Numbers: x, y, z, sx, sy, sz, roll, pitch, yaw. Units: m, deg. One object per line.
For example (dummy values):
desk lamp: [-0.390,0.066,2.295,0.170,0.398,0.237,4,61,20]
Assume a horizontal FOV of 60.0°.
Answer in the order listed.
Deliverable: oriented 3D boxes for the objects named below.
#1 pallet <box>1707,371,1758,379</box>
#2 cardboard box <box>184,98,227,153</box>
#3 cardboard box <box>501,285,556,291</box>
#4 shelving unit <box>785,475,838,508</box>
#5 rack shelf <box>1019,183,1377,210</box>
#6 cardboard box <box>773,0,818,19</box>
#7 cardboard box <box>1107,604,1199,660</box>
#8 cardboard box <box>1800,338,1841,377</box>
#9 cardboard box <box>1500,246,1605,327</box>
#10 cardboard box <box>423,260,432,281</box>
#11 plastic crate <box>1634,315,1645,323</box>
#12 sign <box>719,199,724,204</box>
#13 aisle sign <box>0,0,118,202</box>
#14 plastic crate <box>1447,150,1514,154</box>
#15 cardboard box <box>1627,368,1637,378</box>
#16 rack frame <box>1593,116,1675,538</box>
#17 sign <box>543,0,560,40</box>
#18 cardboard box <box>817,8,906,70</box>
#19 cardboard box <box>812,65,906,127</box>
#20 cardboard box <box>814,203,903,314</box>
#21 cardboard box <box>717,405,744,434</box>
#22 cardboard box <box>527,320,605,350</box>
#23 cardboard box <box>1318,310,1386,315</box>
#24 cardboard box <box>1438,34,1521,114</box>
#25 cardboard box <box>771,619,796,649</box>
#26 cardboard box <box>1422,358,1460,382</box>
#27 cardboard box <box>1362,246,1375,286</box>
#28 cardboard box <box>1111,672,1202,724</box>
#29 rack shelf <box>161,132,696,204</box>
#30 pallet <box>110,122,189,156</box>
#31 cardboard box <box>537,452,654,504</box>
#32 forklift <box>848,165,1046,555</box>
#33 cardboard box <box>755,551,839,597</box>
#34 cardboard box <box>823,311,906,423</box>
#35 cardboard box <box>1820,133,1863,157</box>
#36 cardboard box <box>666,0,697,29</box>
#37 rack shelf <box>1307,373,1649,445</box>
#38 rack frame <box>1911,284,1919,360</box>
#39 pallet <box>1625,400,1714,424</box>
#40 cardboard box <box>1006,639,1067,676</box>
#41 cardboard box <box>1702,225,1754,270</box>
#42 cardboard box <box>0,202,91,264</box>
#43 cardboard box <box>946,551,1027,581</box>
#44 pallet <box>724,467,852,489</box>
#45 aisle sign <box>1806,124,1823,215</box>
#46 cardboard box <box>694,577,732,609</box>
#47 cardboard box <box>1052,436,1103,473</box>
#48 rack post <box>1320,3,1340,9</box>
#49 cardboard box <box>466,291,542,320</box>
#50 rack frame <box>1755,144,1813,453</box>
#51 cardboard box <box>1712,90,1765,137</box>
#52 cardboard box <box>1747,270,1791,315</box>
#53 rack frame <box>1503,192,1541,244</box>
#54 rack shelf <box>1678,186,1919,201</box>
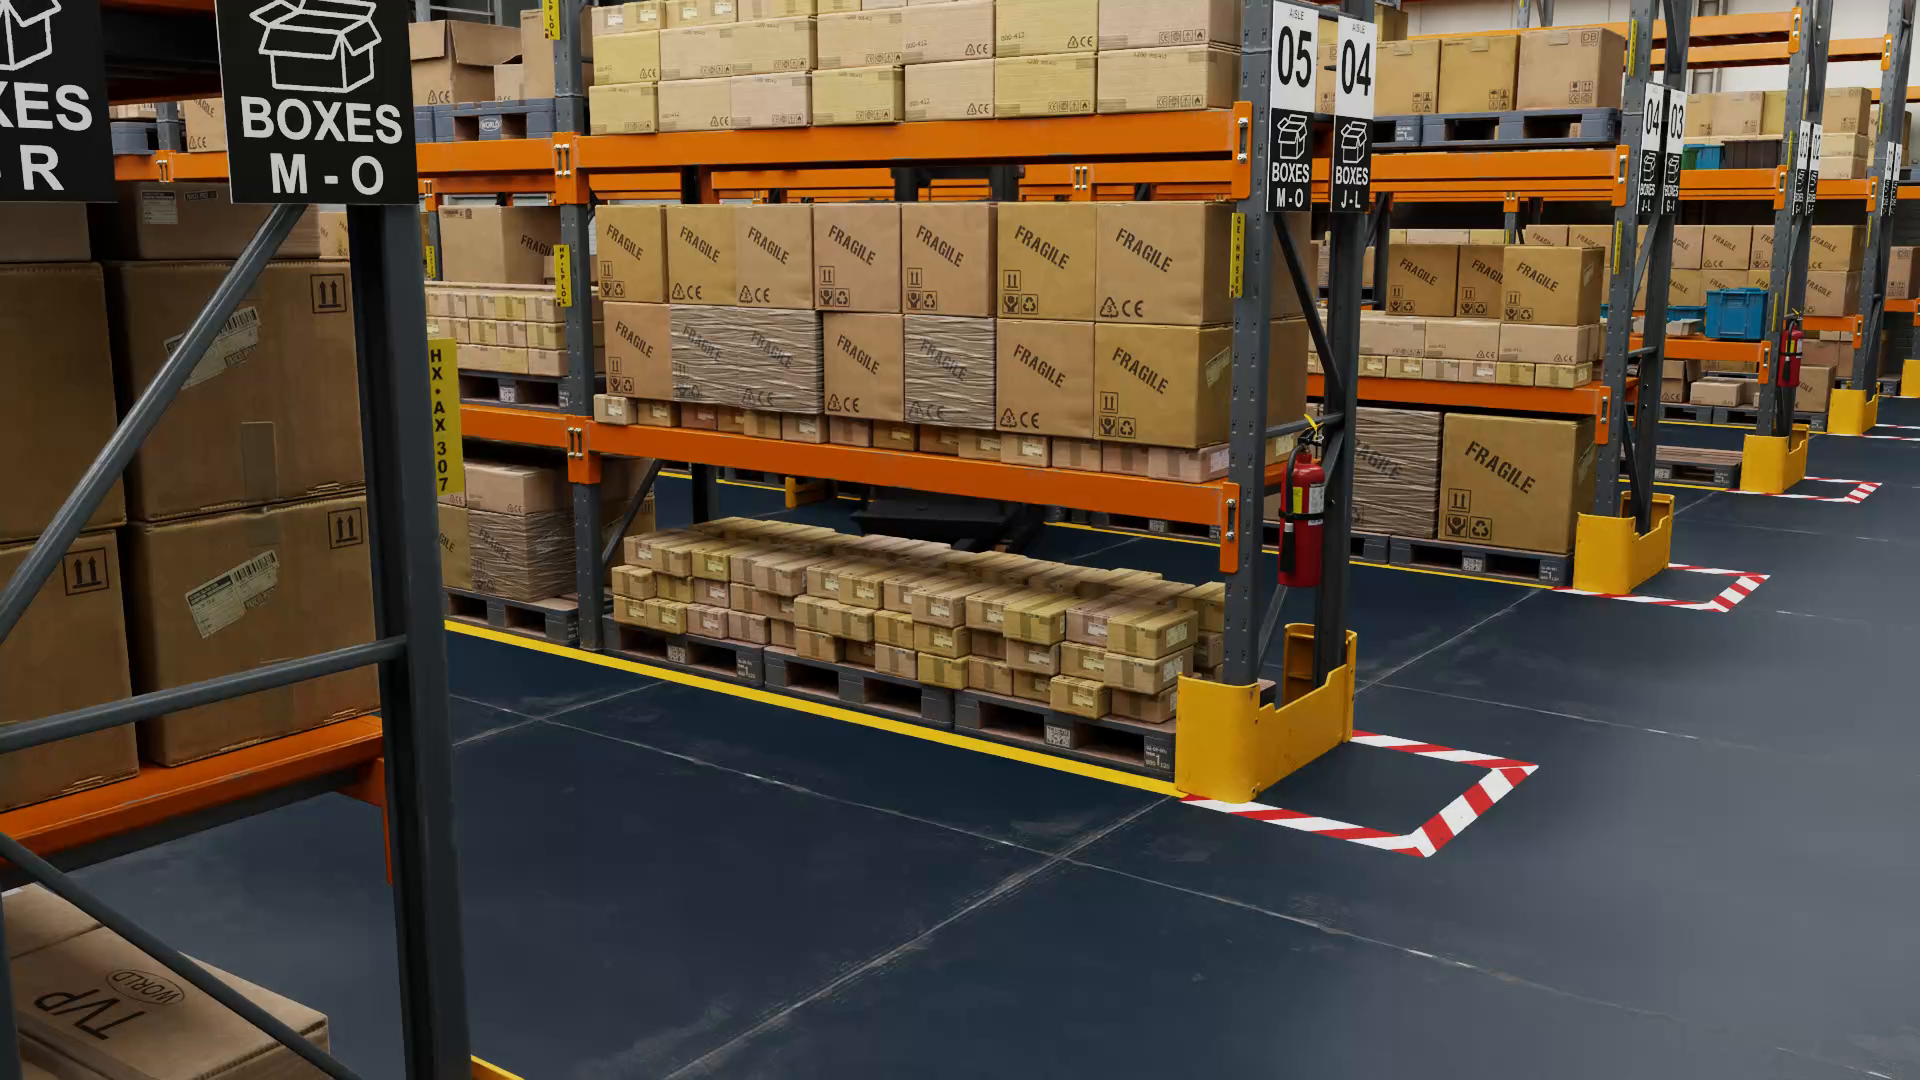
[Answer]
pallet: [11.576,-2.345,24.093,1.213,0.211,1.003,8,13,36]
cardboard box: [-4.713,-2.792,10.903,0.500,0.500,0.500,8,13,36]
cardboard box: [-2.677,-1.532,10.539,0.250,0.149,0.380,8,13,35]
shelving unit: [-0.863,-0.994,13.720,1.083,1.500,0.587,8,14,37]
rack shelf: [2.546,-3.776,18.147,4.000,0.370,1.077,8,13,36]
cardboard box: [-0.669,-2.541,7.897,0.250,0.149,0.380,9,14,38]
cardboard box: [0.856,0.405,7.372,0.250,0.149,0.380,8,14,36]
cardboard box: [12.219,-2.597,23.532,0.500,0.500,0.700,8,13,35]
cardboard box: [3.902,-1.679,10.947,0.500,0.500,0.500,8,14,36]
cardboard box: [-5.548,-2.828,18.203,0.500,0.500,0.875,8,13,36]
plastic crate: [6.621,-2.085,15.946,0.298,0.136,0.250,8,13,36]
sign: [-5.327,-7.464,37.109,0.199,0.298,0.001,8,13,36]
aisle sign: [-1.542,-0.927,2.581,0.004,0.787,0.394,8,13,36]
plastic crate: [4.996,-3.658,15.990,0.590,0.269,0.497,8,13,36]
cardboard box: [8.324,-1.980,20.790,0.500,0.311,0.500,8,13,36]
rack frame: [4.450,-1.224,10.957,0.127,3.000,1.000,8,13,36]
sign: [-2.117,-2.760,8.603,0.005,0.325,0.100,8,13,36]
cardboard box: [-0.313,-2.307,7.738,0.500,0.250,0.500,7,13,33]
cardboard box: [-0.338,-2.056,7.758,0.500,0.250,0.500,9,14,38]
cardboard box: [-0.345,-1.348,7.922,0.500,0.500,0.500,7,13,34]
cardboard box: [-1.043,-0.649,8.649,0.250,0.149,0.380,7,13,33]
cardboard box: [-2.229,-1.169,9.446,0.250,0.149,0.380,8,14,37]
cardboard box: [2.973,-1.564,12.326,0.500,0.250,0.500,8,13,34]
cardboard box: [3.617,-3.133,11.296,0.500,0.500,0.700,7,13,33]
cardboard box: [-0.771,0.454,8.686,0.250,0.149,0.380,7,13,33]
cardboard box: [3.354,-1.176,11.370,0.250,0.149,0.380,8,14,37]
cardboard box: [5.632,-3.634,22.047,0.500,0.500,0.700,4,12,21]
cardboard box: [0.885,0.691,7.463,0.250,0.149,0.380,8,14,36]
rack shelf: [-3.404,-2.270,10.361,4.000,0.370,1.077,8,13,36]
pallet: [-5.566,-2.819,11.805,1.003,0.211,1.213,9,14,38]
cardboard box: [-2.231,-0.396,10.180,0.500,0.250,0.500,7,13,33]
forklift: [-0.135,-1.323,11.652,1.130,2.935,3.031,2,11,12]
cardboard box: [-0.836,0.174,8.565,0.250,0.149,0.380,8,14,37]
cardboard box: [-0.304,-0.854,7.999,0.500,0.500,0.500,9,14,38]
cardboard box: [9.751,-4.403,18.573,0.500,0.250,0.500,8,13,36]
cardboard box: [-1.265,-2.641,8.413,0.250,0.149,0.380,8,13,35]
rack shelf: [2.838,-1.095,12.188,4.000,0.370,1.077,8,13,36]
rack frame: [13.246,-3.499,22.716,0.127,3.000,1.000,8,13,36]
pallet: [8.633,-1.606,20.275,1.213,0.211,1.003,8,13,36]
cardboard box: [0.418,0.498,7.675,0.250,0.149,0.380,7,13,33]
cardboard box: [8.967,-3.402,19.321,0.500,0.500,0.500,8,14,37]
cardboard box: [-1.824,-0.575,2.999,0.250,0.149,0.380,8,14,36]
cardboard box: [0.139,0.170,8.588,0.250,0.149,0.380,8,14,36]
pallet: [-1.407,-0.654,15.353,1.213,0.211,1.003,8,13,36]
aisle sign: [7.615,-3.296,14.823,0.004,0.787,0.394,8,13,36]
cardboard box: [-1.214,0.248,8.965,0.250,0.149,0.380,8,13,35]
cardboard box: [0.613,-0.405,7.389,0.250,0.149,0.380,8,13,35]
rack post: [3.497,-5.439,17.153,0.954,0.300,0.937,8,13,34]
cardboard box: [-2.655,-1.375,9.729,0.250,0.149,0.380,7,13,34]
rack frame: [7.382,-1.982,14.877,0.127,3.000,1.000,8,13,36]
cardboard box: [9.073,-4.917,19.254,0.500,0.500,0.700,8,13,36]
cardboard box: [9.374,-2.855,19.128,0.500,0.500,0.500,8,14,36]
rack frame: [7.092,-3.189,21.119,0.127,3.000,1.000,8,13,36]
rack shelf: [11.634,-4.843,23.662,4.000,0.370,1.077,8,13,36]
